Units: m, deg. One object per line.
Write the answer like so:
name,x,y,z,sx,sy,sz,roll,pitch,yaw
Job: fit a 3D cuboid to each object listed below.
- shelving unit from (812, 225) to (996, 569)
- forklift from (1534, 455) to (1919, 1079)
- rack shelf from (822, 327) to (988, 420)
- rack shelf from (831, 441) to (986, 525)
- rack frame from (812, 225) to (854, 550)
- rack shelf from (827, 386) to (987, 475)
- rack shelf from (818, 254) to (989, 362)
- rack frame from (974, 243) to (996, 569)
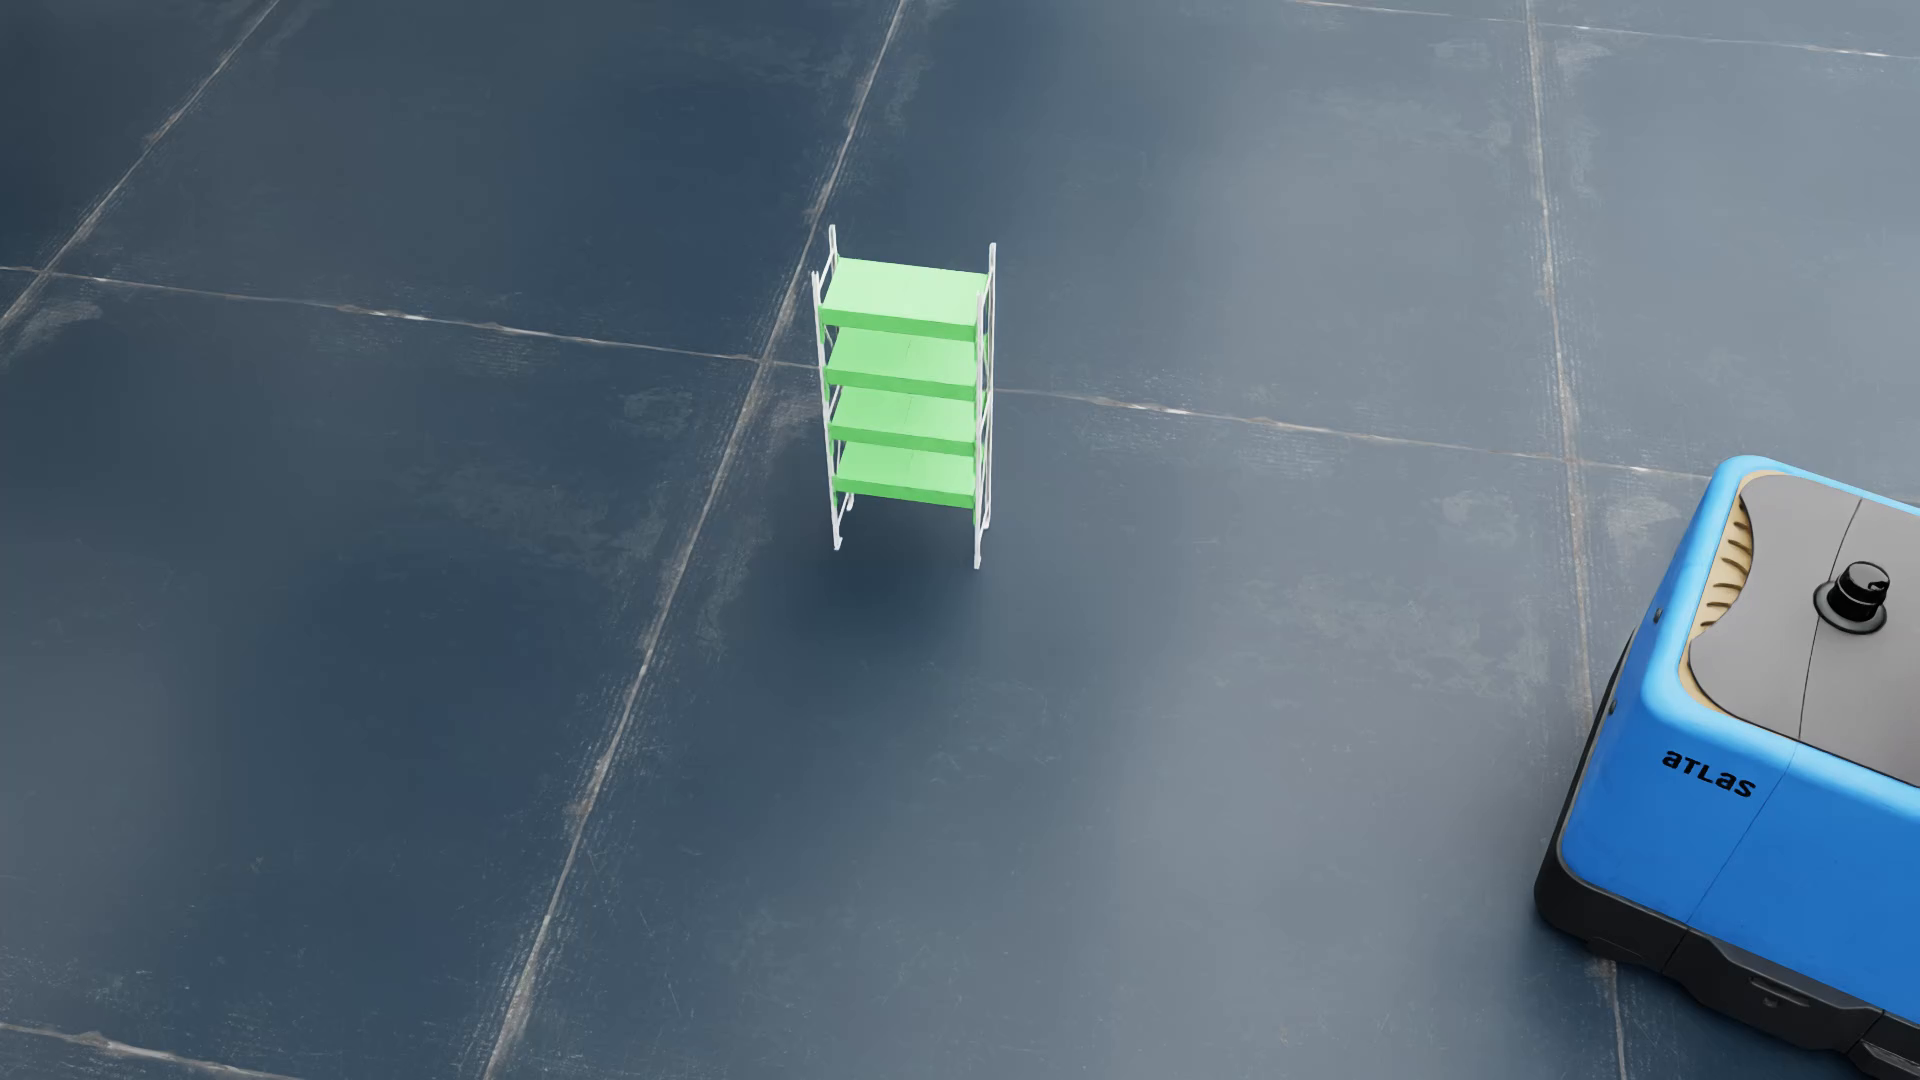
shelving unit,-0.163,-0.423,5.323,0.503,1.200,0.258,8,49,7
forklift,3.176,0.329,3.484,3.031,2.935,1.130,22,52,19
rack shelf,-0.163,-0.541,5.192,0.480,0.148,0.258,8,49,7
rack shelf,-0.163,-0.220,5.549,0.480,0.148,0.258,8,49,7
rack frame,-0.403,-0.455,5.352,0.015,1.200,0.240,8,49,7
rack shelf,-0.163,-0.380,5.371,0.480,0.148,0.258,8,49,7
rack shelf,-0.163,-0.701,5.014,0.480,0.148,0.258,8,49,7
rack frame,0.077,-0.391,5.294,0.015,1.200,0.240,8,49,7
